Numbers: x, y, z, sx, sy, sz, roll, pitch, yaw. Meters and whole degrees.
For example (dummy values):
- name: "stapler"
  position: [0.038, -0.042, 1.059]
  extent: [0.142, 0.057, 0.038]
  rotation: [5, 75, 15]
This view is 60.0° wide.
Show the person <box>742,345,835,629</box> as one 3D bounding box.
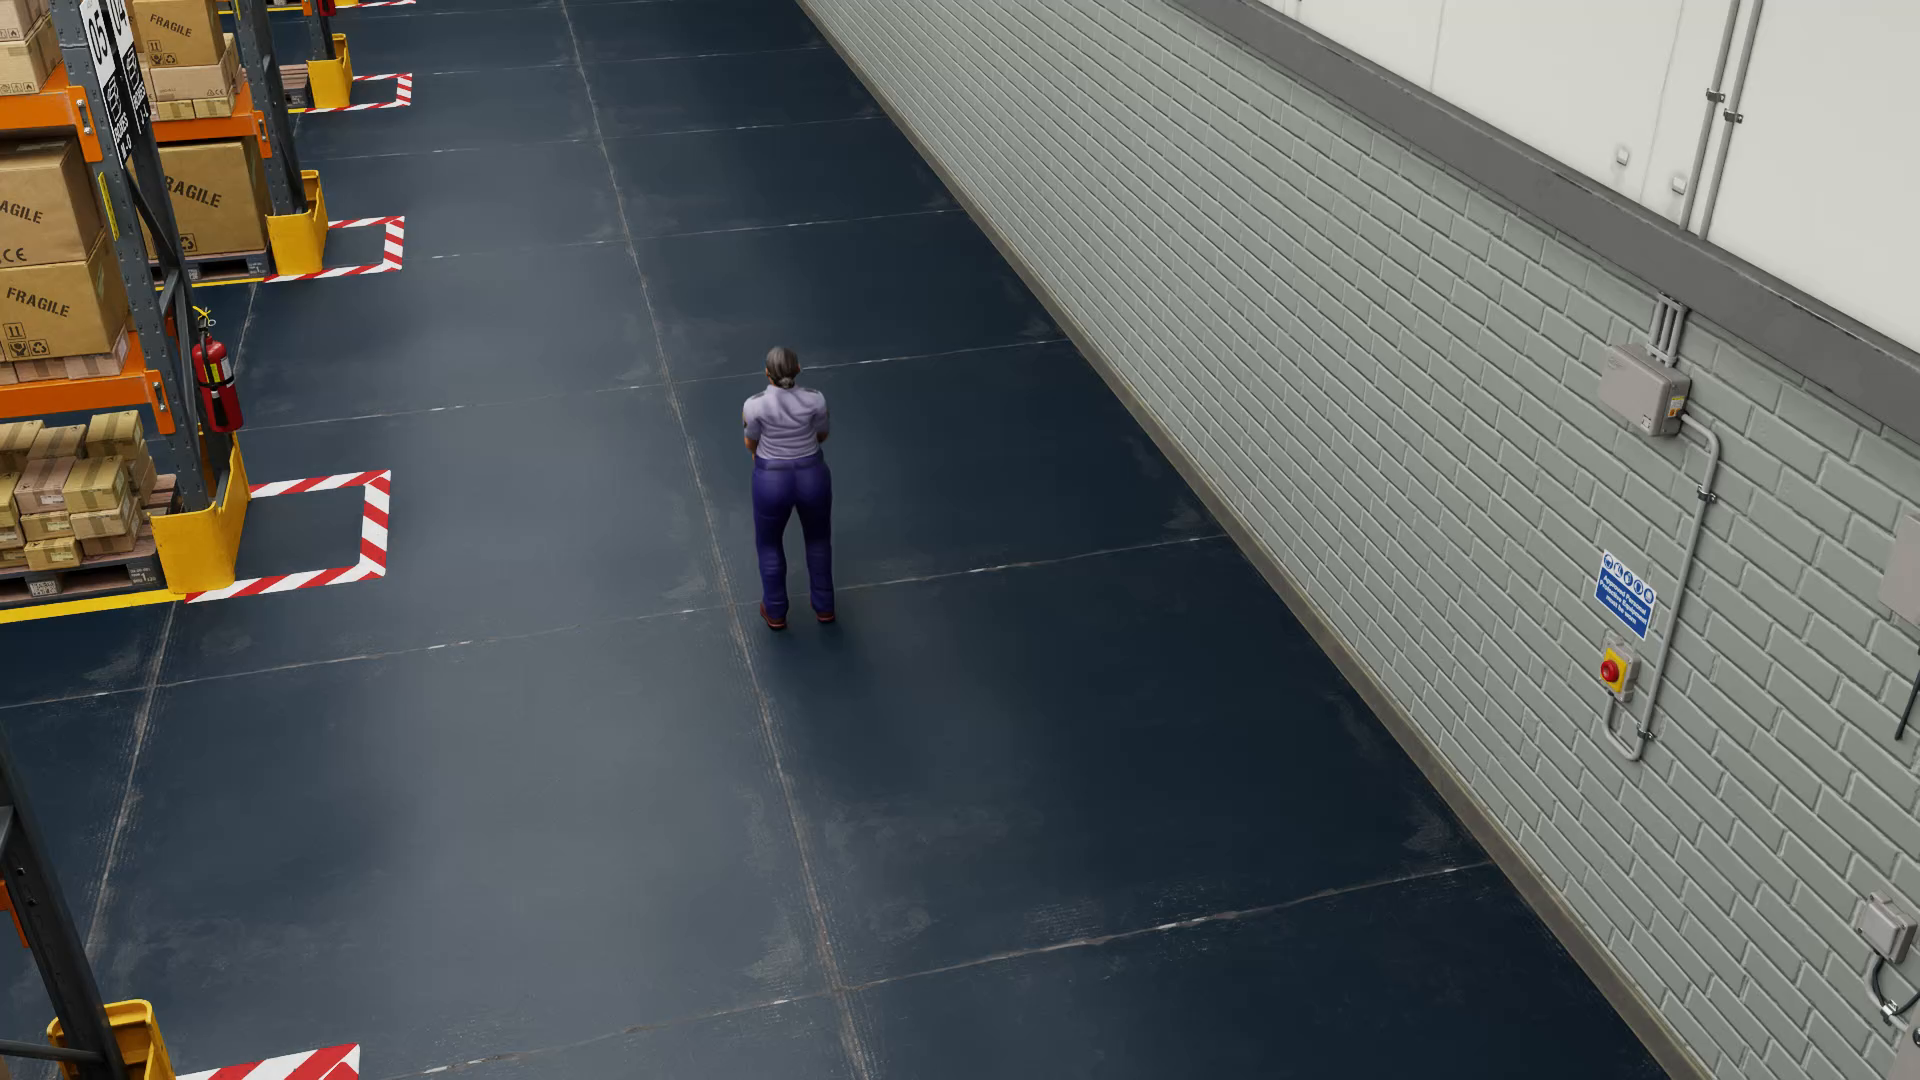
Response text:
- name: "person"
  position: [-0.911, -0.324, 8.809]
  extent: [0.452, 1.641, 0.515]
  rotation: [-7, 31, -12]
